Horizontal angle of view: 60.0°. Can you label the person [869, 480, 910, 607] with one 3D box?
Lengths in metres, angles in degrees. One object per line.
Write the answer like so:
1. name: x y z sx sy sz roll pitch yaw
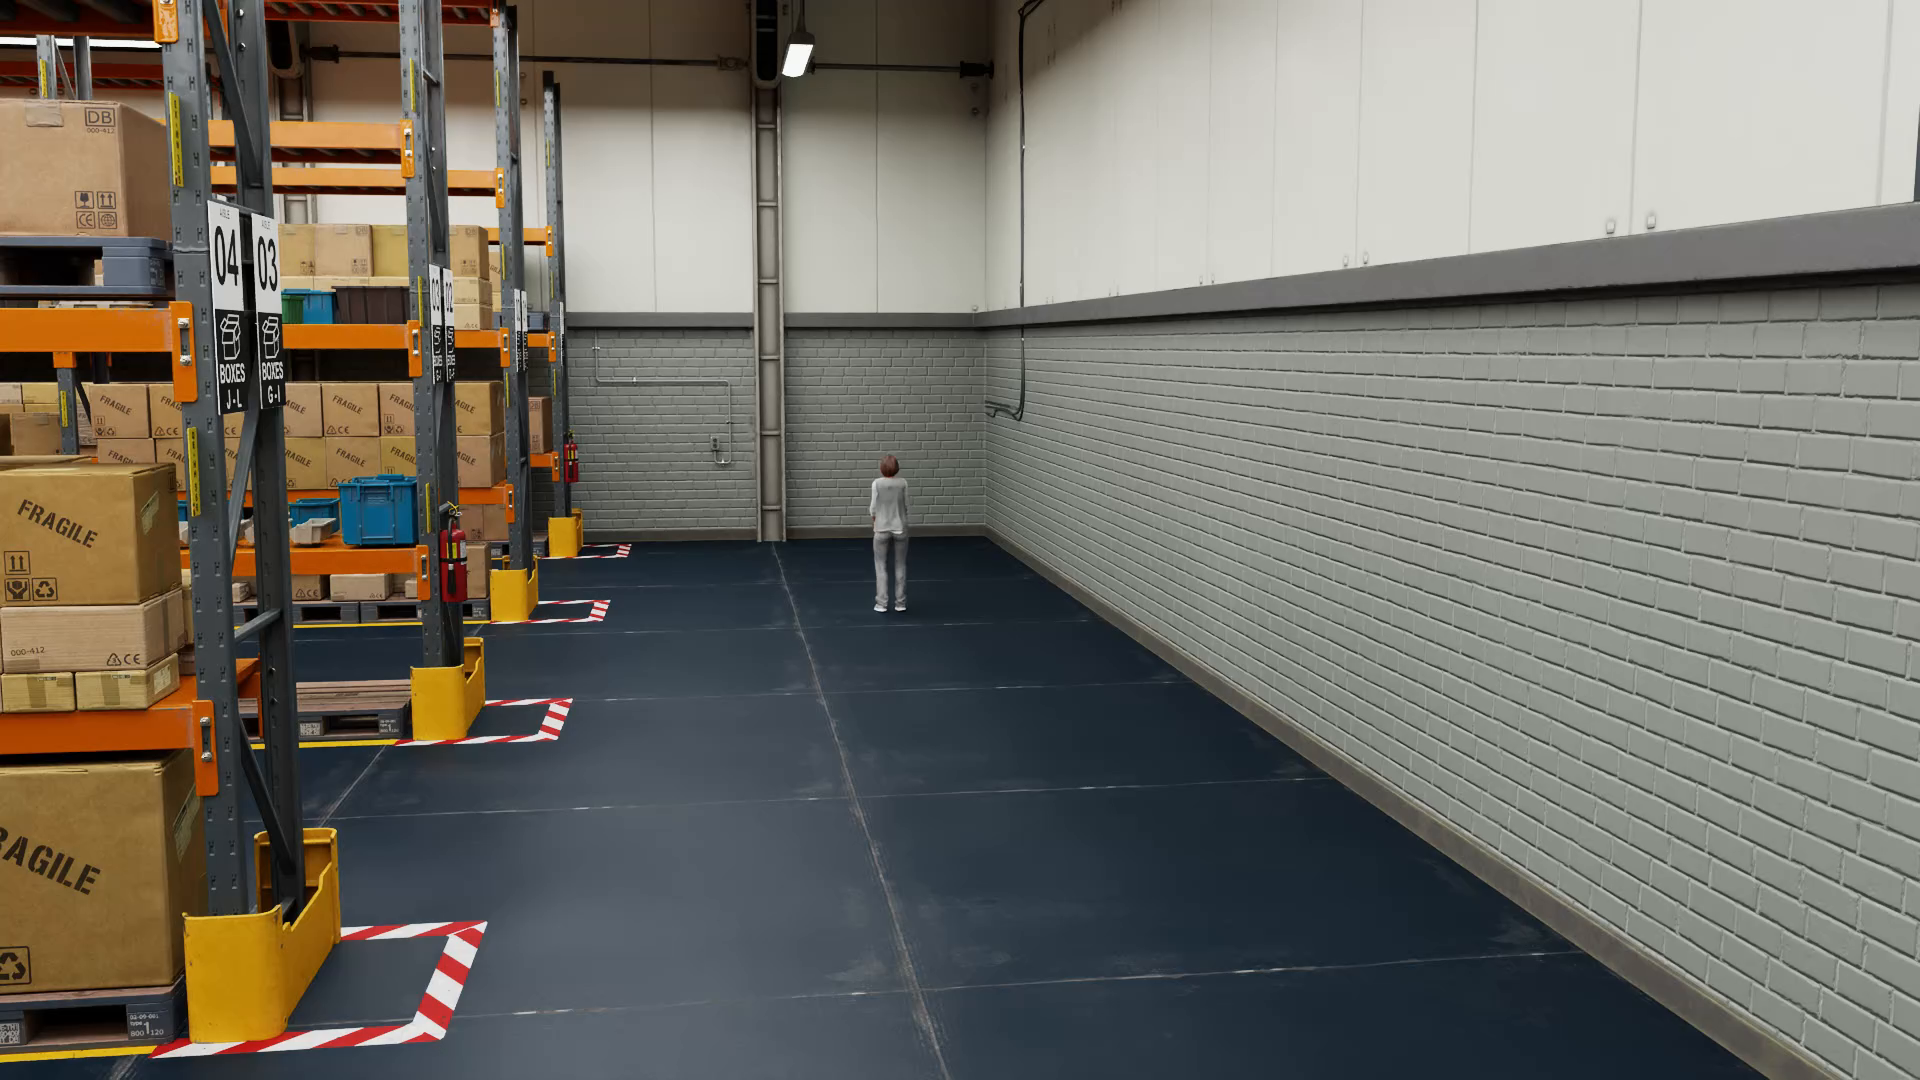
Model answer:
1. person: -0.696 0.018 16.662 0.406 1.280 0.316 -1 7 -8
